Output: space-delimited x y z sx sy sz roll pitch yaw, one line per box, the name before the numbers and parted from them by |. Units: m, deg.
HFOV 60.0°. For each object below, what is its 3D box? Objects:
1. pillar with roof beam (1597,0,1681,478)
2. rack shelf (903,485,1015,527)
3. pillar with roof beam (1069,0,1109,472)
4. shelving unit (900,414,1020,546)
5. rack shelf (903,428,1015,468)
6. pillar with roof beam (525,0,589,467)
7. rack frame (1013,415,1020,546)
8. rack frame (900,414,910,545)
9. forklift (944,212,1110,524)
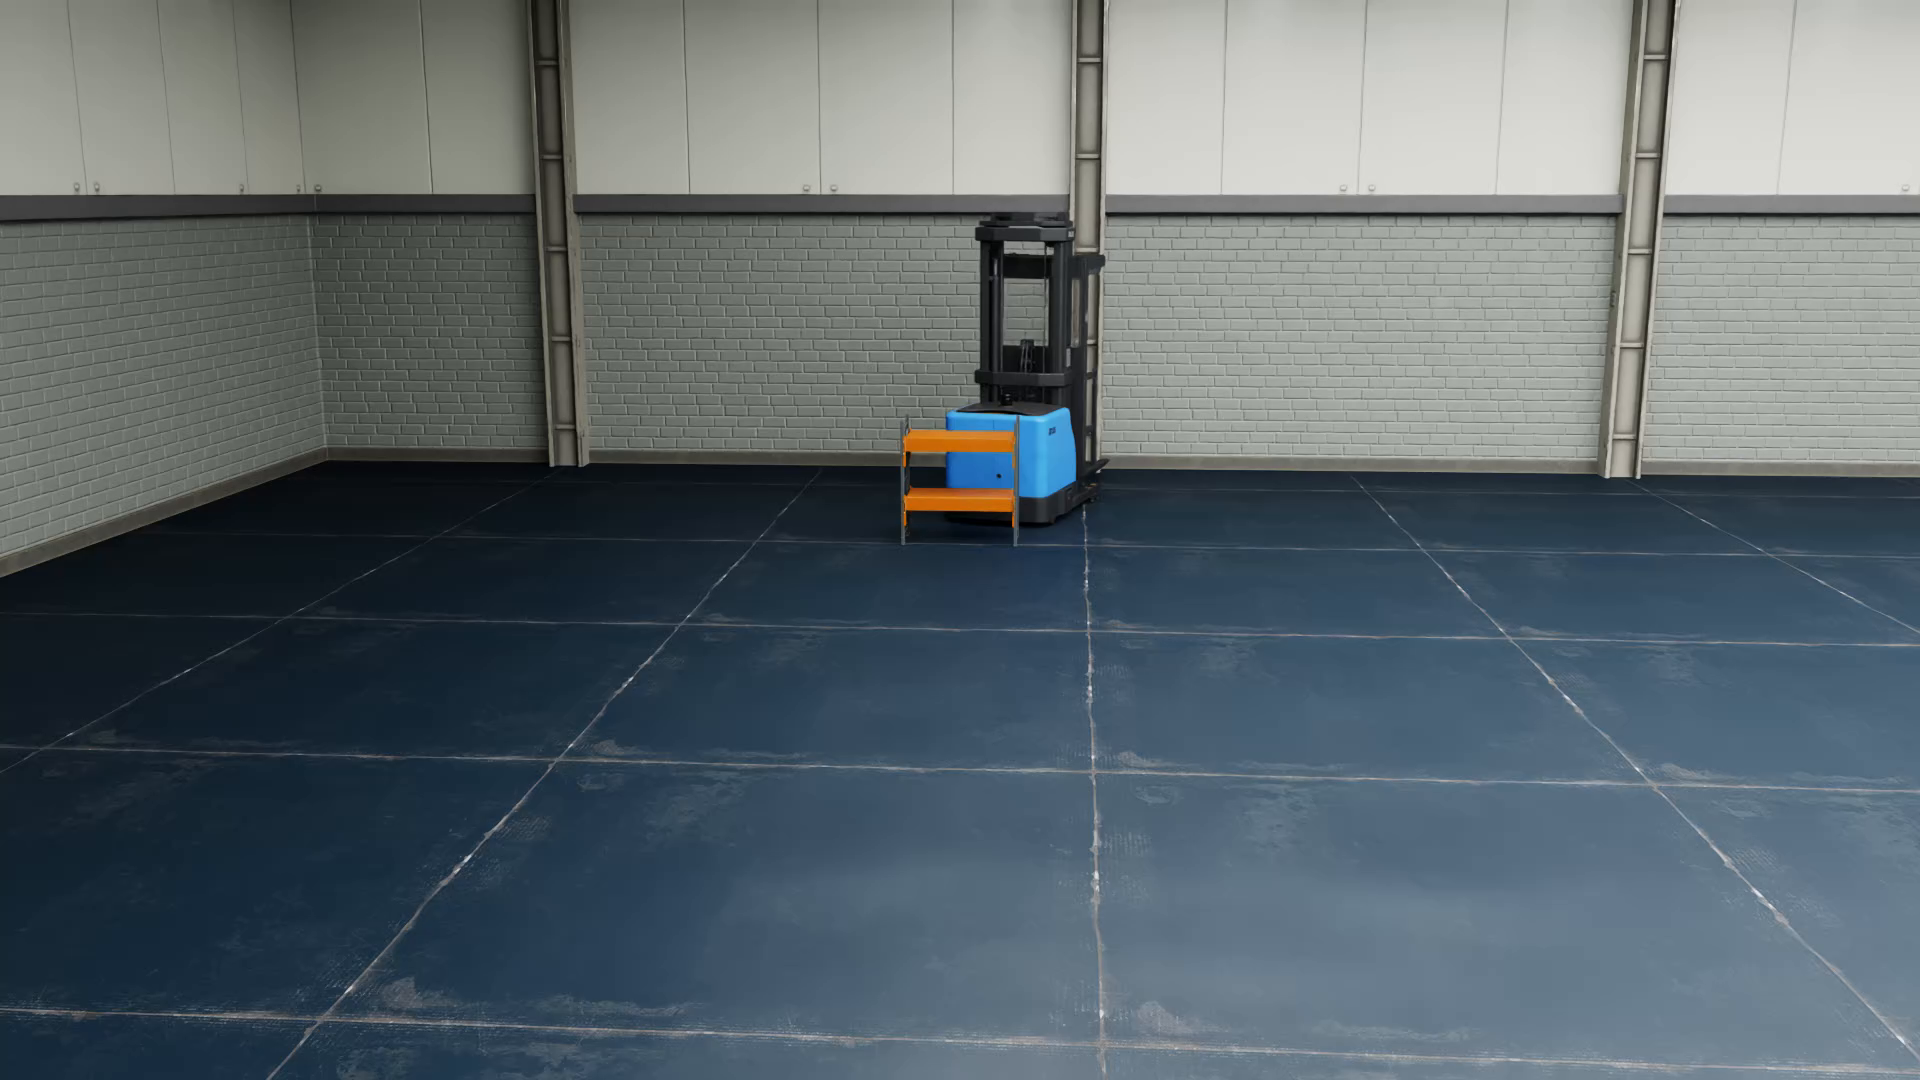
pillar with roof beam | 7.113 -4.246 13.570 0.400 9.000 9.100 1 12 4
rack shelf | 0.007 -0.311 15.184 1.000 0.278 0.538 1 12 4
pillar with roof beam | 1.127 -4.328 13.963 0.400 9.000 9.100 1 12 4
shelving unit | 0.007 -0.550 15.134 1.048 1.125 0.538 1 12 4
rack shelf | 0.007 -0.837 15.074 1.000 0.278 0.538 1 12 4
pillar with roof beam | -4.860 -4.410 14.355 0.400 9.000 9.100 1 12 4
rack frame | 0.514 -0.544 15.101 0.032 1.125 0.500 1 12 4
rack frame | -0.500 -0.557 15.168 0.032 1.125 0.500 1 12 4
forklift | 0.826 -1.846 16.917 1.130 2.935 3.031 4 13 19
